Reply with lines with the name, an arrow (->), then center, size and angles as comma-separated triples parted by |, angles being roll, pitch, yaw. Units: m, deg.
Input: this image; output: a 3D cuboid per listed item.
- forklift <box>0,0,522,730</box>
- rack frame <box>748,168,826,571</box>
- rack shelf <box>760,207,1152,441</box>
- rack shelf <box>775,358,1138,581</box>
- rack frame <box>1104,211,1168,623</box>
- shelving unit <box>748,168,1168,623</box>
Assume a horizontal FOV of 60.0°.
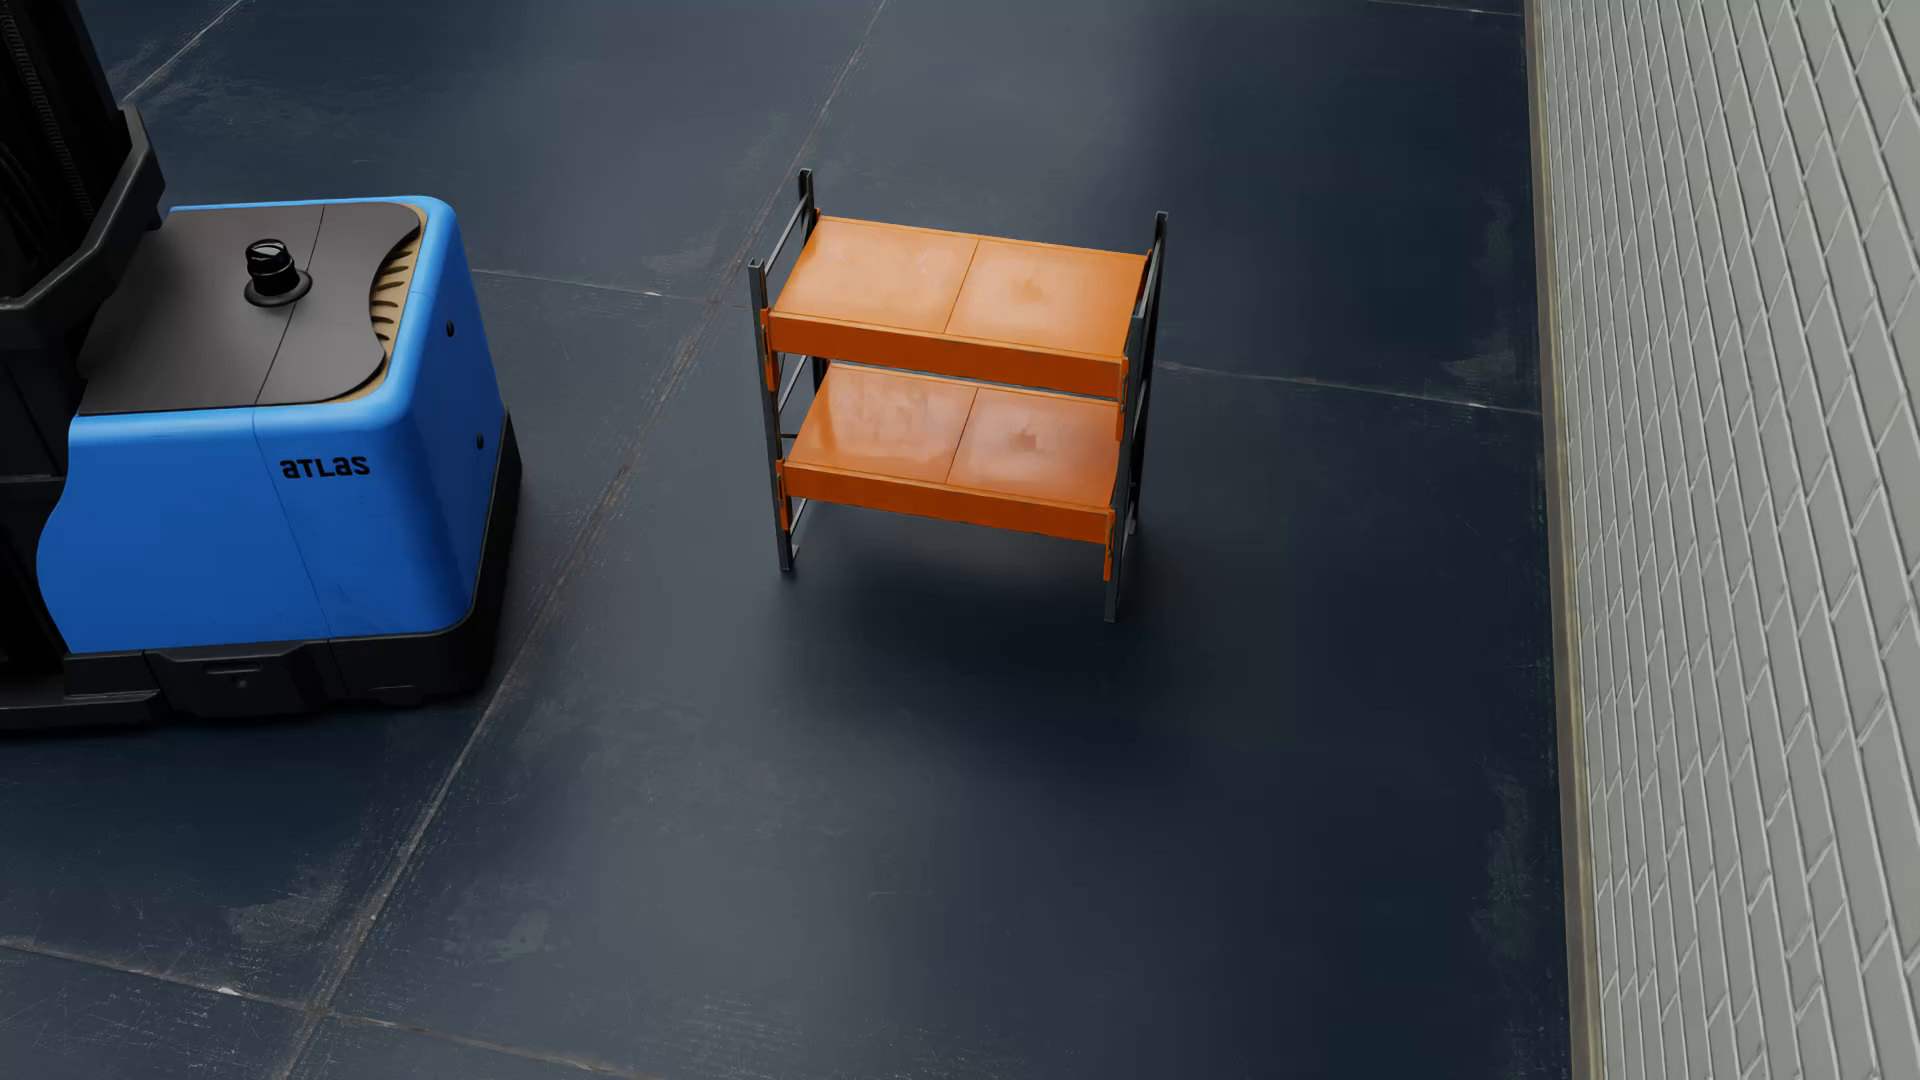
forklift -> -2.891, -0.852, 4.022 | 3.031, 2.935, 1.130 | -3, 44, -3
rack frame -> -0.489, -0.481, 4.939 | 0.032, 1.125, 0.500 | 9, 45, 9
rack shelf -> 0.007, -0.615, 4.656 | 1.000, 0.278, 0.538 | 9, 45, 9
rack shelf -> 0.007, -0.228, 5.028 | 1.000, 0.278, 0.538 | 9, 45, 9
rack frame -> 0.503, -0.327, 4.779 | 0.032, 1.125, 0.500 | 9, 45, 9
shelving unit -> 0.007, -0.404, 4.859 | 1.048, 1.125, 0.538 | 9, 45, 9
